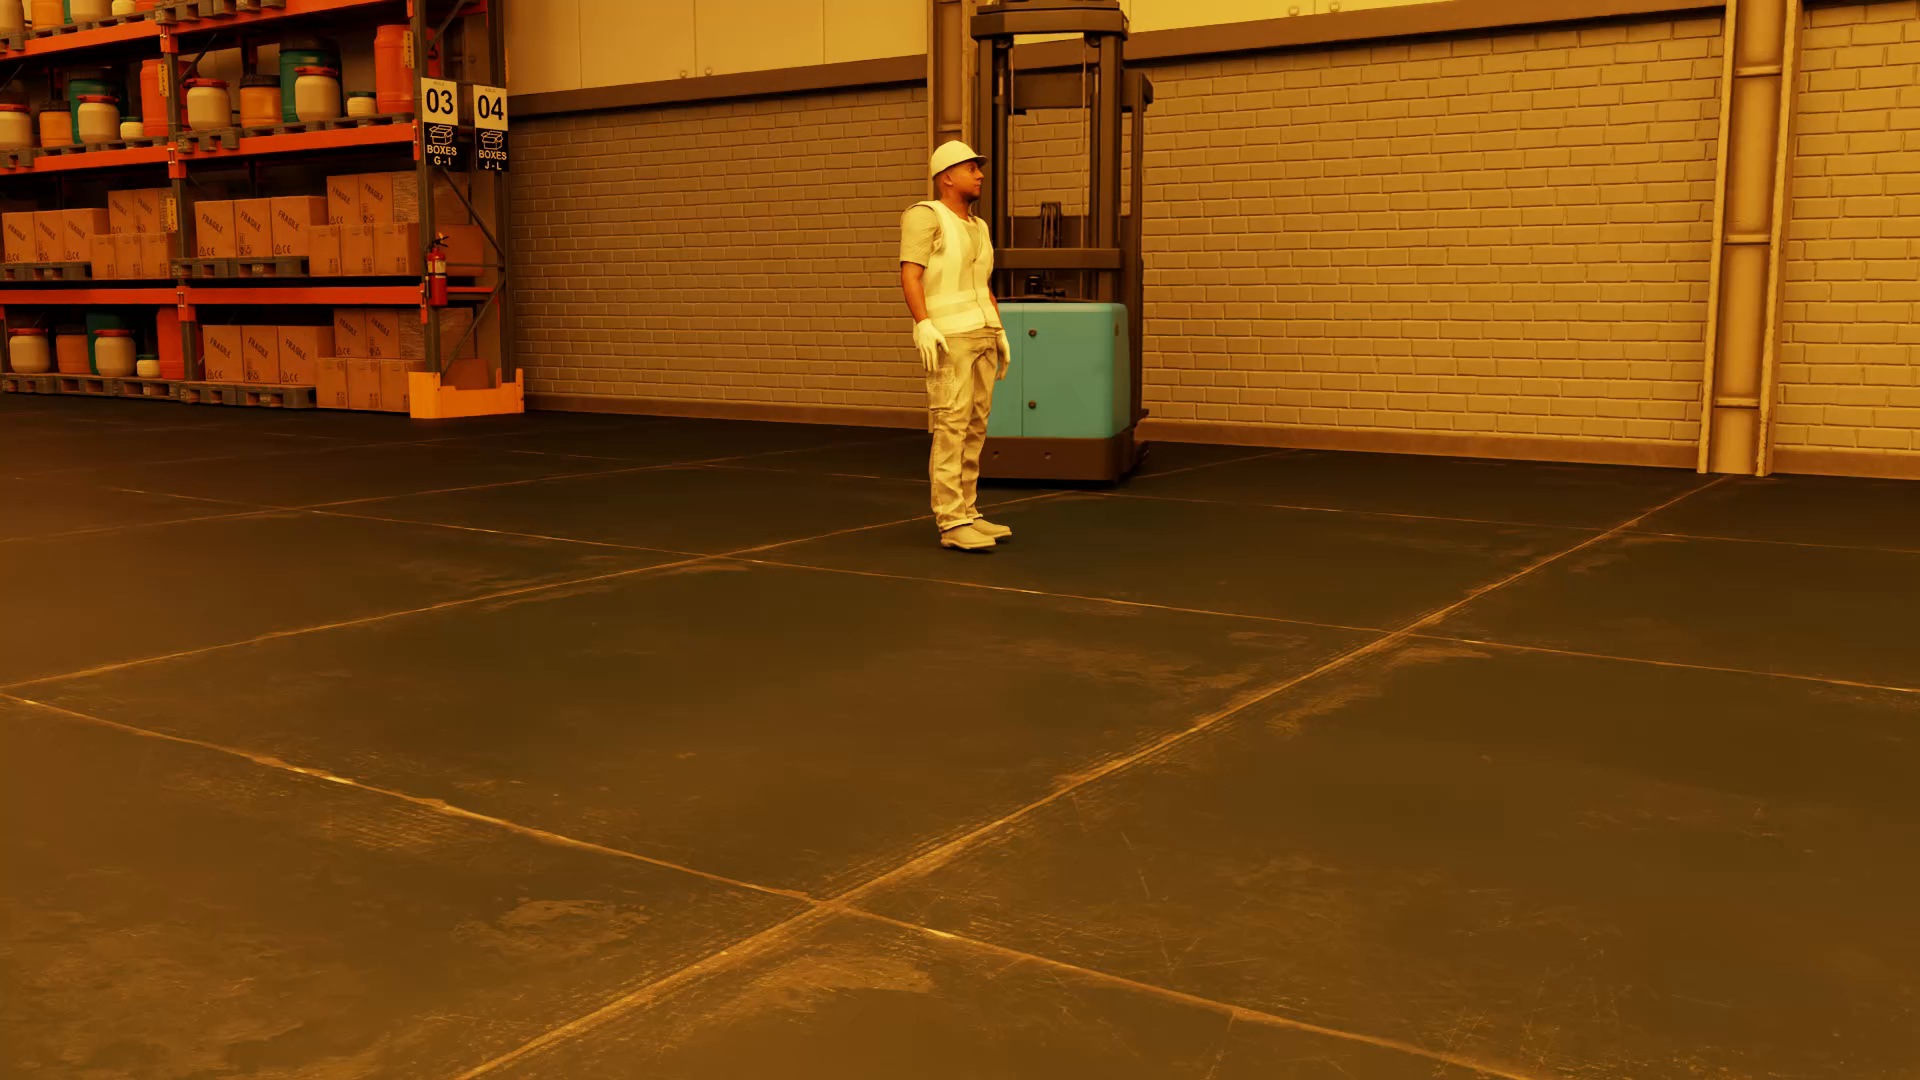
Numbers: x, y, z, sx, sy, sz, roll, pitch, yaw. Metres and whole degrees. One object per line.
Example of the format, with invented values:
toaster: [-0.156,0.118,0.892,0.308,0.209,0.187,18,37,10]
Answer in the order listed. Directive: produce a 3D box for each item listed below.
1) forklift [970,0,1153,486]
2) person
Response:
forklift: [0.661,-1.940,10.834,1.130,2.935,3.031,2,8,12]
person: [0.055,-0.883,7.430,0.577,1.781,0.656,5,10,34]
